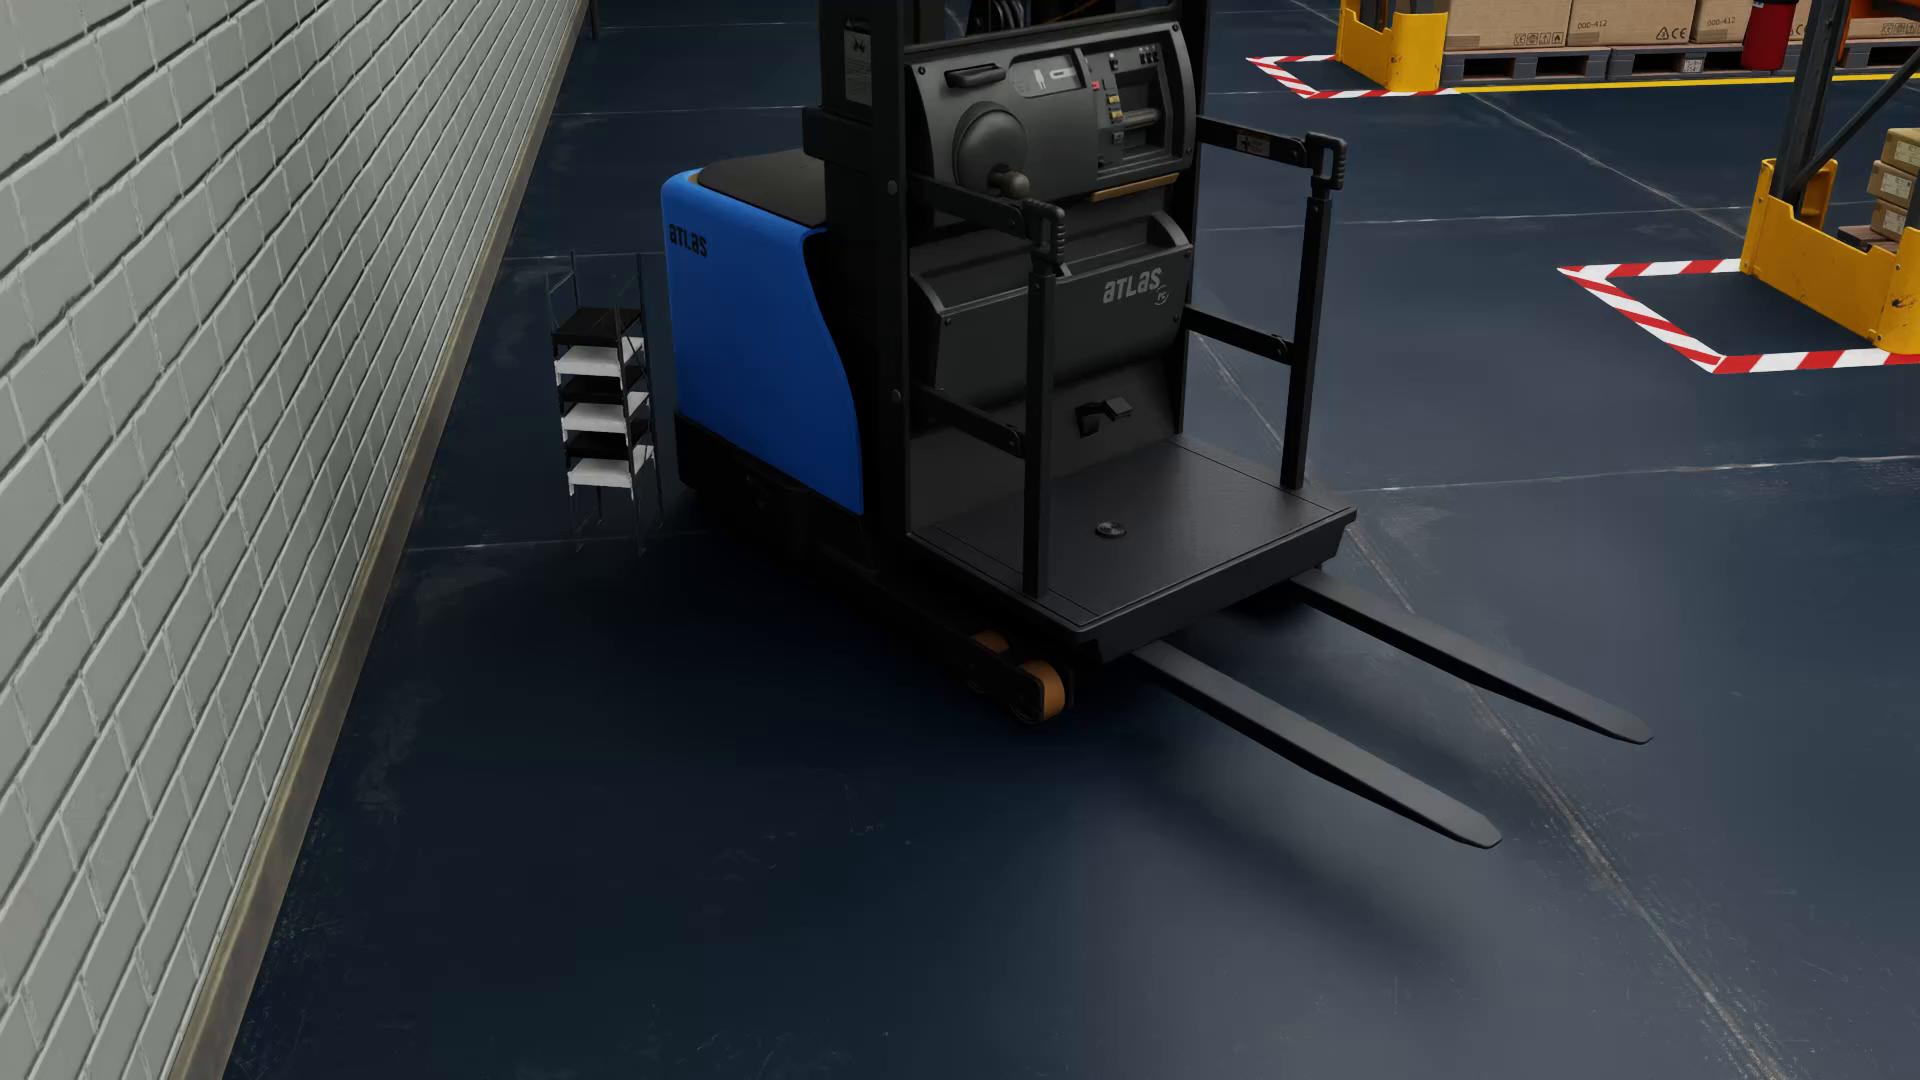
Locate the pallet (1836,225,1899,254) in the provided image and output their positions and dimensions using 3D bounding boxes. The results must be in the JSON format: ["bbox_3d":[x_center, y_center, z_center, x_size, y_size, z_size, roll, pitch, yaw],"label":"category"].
[{"bbox_3d":[4.652,-1.147,7.254,1.213,0.211,1.003,-4,27,-7],"label":"pallet"}]

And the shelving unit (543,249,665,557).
[{"bbox_3d":[-1.074,-0.409,5.061,0.210,0.900,0.258,4,27,8],"label":"shelving unit"}]

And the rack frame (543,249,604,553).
[{"bbox_3d":[-1.174,-0.416,5.074,0.006,0.900,0.240,4,27,8],"label":"rack frame"}]

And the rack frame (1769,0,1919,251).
[{"bbox_3d":[3.768,-2.347,6.539,0.127,3.000,1.000,-4,27,-7],"label":"rack frame"}]

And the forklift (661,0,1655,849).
[{"bbox_3d":[0.398,-1.086,4.155,1.130,2.935,3.031,-21,34,-35],"label":"forklift"}]

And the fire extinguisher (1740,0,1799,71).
[{"bbox_3d":[3.454,-2.339,7.017,0.183,0.674,0.296,-4,27,-7],"label":"fire extinguisher"}]

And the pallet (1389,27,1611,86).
[{"bbox_3d":[3.759,-3.424,11.692,1.213,0.211,1.003,-4,27,-7],"label":"pallet"}]

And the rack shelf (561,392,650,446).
[{"bbox_3d":[-1.074,-0.379,5.076,0.200,0.077,0.258,4,27,8],"label":"rack shelf"}]

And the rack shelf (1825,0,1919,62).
[{"bbox_3d":[5.748,-2.154,6.951,4.000,0.370,1.077,-4,27,-7],"label":"rack shelf"}]

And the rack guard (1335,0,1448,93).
[{"bbox_3d":[2.954,-3.465,11.455,0.348,0.500,1.175,-4,27,-7],"label":"rack guard"}]

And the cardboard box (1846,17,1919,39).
[{"bbox_3d":[6.302,-3.888,11.889,0.875,0.438,0.875,-4,27,-8],"label":"cardboard box"}]

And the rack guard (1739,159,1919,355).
[{"bbox_3d":[3.843,-1.240,7.119,0.348,0.500,1.175,-4,27,-7],"label":"rack guard"}]

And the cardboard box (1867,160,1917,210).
[{"bbox_3d":[4.250,-1.560,7.342,0.250,0.149,0.380,-4,27,-8],"label":"cardboard box"}]

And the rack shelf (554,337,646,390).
[{"bbox_3d":[-1.074,-0.539,4.994,0.200,0.077,0.258,4,27,8],"label":"rack shelf"}]

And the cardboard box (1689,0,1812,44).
[{"bbox_3d":[5.416,-3.831,11.777,0.875,0.438,0.875,-4,27,-9],"label":"cardboard box"}]

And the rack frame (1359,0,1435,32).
[{"bbox_3d":[2.978,-4.578,10.887,0.127,3.000,1.000,-4,27,-7],"label":"rack frame"}]

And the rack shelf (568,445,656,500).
[{"bbox_3d":[-1.074,-0.219,5.158,0.200,0.077,0.258,4,27,8],"label":"rack shelf"}]

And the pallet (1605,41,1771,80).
[{"bbox_3d":[4.964,-3.500,11.840,1.213,0.211,1.003,-4,27,-7],"label":"pallet"}]

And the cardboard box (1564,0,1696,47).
[{"bbox_3d":[4.523,-3.774,11.667,0.875,0.438,0.875,-3,27,-6],"label":"cardboard box"}]

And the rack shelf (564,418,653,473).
[{"bbox_3d":[-1.074,-0.299,5.117,0.200,0.077,0.258,4,27,8],"label":"rack shelf"}]

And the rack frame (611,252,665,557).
[{"bbox_3d":[-0.973,-0.402,5.047,0.006,0.900,0.240,4,27,8],"label":"rack frame"}]

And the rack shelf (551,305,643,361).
[{"bbox_3d":[-1.074,-0.619,4.953,0.200,0.077,0.258,4,27,8],"label":"rack shelf"}]

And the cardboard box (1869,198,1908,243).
[{"bbox_3d":[4.260,-1.393,7.342,0.250,0.149,0.380,-3,27,-6],"label":"cardboard box"}]

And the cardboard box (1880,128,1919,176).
[{"bbox_3d":[4.257,-1.678,7.247,0.250,0.149,0.380,-3,27,-7],"label":"cardboard box"}]

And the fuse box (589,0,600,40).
[{"bbox_3d":[-2.751,-4.595,12.331,0.414,1.711,0.539,-4,27,-7],"label":"fuse box"}]

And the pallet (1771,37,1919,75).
[{"bbox_3d":[6.175,-3.579,11.994,1.213,0.211,1.003,-4,27,-7],"label":"pallet"}]

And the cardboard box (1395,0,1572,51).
[{"bbox_3d":[3.618,-3.712,11.546,0.875,0.438,0.875,-5,28,-9],"label":"cardboard box"}]

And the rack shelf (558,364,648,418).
[{"bbox_3d":[-1.074,-0.459,5.035,0.200,0.077,0.258,4,27,8],"label":"rack shelf"}]
